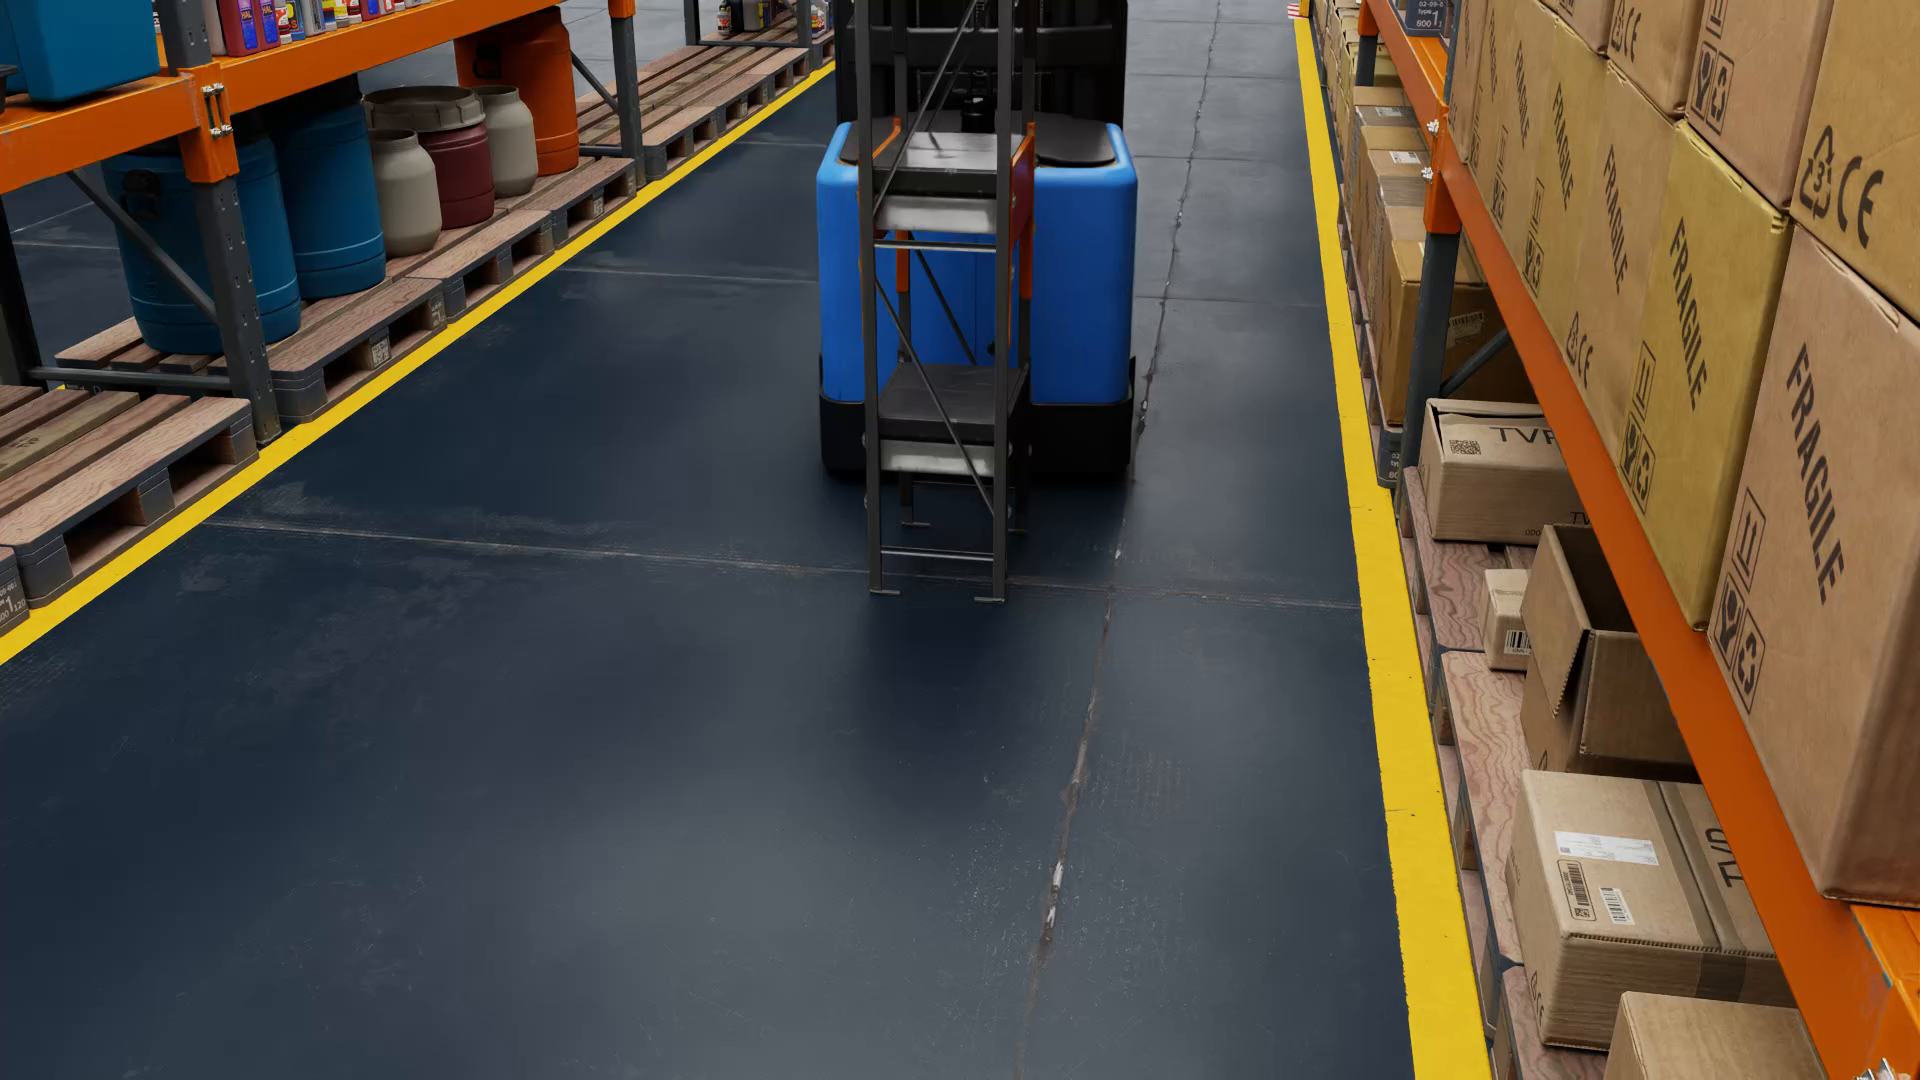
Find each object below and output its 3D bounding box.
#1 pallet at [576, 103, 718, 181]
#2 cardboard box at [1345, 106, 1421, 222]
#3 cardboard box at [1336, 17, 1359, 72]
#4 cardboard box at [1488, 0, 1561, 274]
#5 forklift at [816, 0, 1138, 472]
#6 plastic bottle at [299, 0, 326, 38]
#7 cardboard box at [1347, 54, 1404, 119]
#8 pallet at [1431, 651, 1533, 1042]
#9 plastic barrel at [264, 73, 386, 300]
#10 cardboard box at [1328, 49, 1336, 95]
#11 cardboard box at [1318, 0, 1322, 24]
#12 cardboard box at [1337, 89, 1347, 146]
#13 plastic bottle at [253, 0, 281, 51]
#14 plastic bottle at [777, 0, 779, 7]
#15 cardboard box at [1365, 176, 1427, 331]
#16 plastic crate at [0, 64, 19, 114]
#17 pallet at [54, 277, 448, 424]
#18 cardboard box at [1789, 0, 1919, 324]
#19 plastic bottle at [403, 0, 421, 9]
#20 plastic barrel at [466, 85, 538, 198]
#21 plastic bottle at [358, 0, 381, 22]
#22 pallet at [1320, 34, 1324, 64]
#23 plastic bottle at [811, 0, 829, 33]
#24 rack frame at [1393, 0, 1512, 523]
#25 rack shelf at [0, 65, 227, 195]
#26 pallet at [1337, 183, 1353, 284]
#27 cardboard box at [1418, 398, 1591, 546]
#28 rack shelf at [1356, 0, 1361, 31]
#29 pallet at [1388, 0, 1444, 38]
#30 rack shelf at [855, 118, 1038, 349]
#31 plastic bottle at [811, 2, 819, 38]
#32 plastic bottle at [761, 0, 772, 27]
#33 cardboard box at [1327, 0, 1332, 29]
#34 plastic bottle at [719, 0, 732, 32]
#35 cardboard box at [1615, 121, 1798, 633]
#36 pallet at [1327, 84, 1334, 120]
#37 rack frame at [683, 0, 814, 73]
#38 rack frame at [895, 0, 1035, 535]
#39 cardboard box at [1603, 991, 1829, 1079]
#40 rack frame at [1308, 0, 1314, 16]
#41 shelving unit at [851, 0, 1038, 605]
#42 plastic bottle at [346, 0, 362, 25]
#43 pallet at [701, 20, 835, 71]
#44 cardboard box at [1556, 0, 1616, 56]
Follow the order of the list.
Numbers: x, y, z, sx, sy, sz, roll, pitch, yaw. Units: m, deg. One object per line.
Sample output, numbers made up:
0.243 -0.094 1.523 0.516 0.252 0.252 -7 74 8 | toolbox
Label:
-2.157 -2.482 10.305 1.003 0.211 1.213 4 25 9 | pallet
2.128 -1.757 7.894 0.500 0.500 0.500 3 25 7 | cardboard box
2.655 -3.153 10.533 0.500 0.311 0.500 5 25 10 | cardboard box
1.394 -0.834 3.375 0.500 0.500 0.500 4 25 8 | cardboard box
0.080 -2.135 6.353 1.130 2.935 3.031 0 25 1 | forklift
-2.464 -2.015 6.163 0.152 0.276 0.135 4 25 9 | plastic bottle
2.407 -2.514 9.170 0.500 0.311 0.500 5 25 10 | cardboard box
1.601 0.656 3.601 1.003 0.211 1.213 4 25 9 | pallet
-2.754 -1.513 6.925 0.600 0.901 0.708 4 25 9 | plastic barrel
2.741 -3.115 11.115 0.500 0.250 0.500 3 25 7 | cardboard box
3.318 -4.534 14.146 0.500 0.250 0.500 4 25 9 | cardboard box
2.491 -2.477 9.752 0.500 0.250 0.500 4 25 8 | cardboard box
-2.473 -1.878 5.861 0.061 0.283 0.133 4 25 9 | plastic bottle
-1.673 -4.909 14.884 0.061 0.283 0.133 4 25 9 | plastic bottle
1.880 -1.116 6.525 0.500 0.500 0.500 4 25 9 | cardboard box
-2.893 -1.167 4.459 0.437 0.125 0.590 4 25 9 | plastic crate
-2.808 -0.808 6.727 1.003 0.211 1.213 4 25 9 | pallet
1.059 -0.437 1.348 0.500 0.500 0.500 4 25 8 | cardboard box
-2.335 -2.346 6.871 0.152 0.276 0.135 4 25 9 | plastic bottle
-2.389 -2.039 8.508 0.421 0.512 0.421 0 25 0 | plastic barrel
-2.349 -2.194 6.536 0.061 0.283 0.133 4 25 9 | plastic bottle
3.390 -3.819 13.160 1.003 0.211 1.213 4 25 9 | pallet
-1.158 -4.303 13.598 0.152 0.276 0.135 5 26 10 | plastic bottle
1.911 -1.406 4.716 1.000 3.000 0.127 4 25 9 | rack frame
-3.302 -0.589 3.818 1.077 0.370 4.000 4 25 9 | rack shelf
2.405 -1.507 8.220 1.003 0.211 1.213 4 25 9 | pallet
1.629 -0.227 4.850 0.500 0.311 0.500 4 25 9 | cardboard box
2.891 -3.590 10.230 1.077 0.370 4.000 4 25 9 | rack shelf
2.251 -2.179 6.593 1.003 0.211 1.213 4 25 9 | pallet
-0.027 -0.869 4.663 0.431 0.518 0.480 4 25 9 | rack shelf
-1.183 -4.164 13.306 0.097 0.271 0.097 0 25 0 | plastic bottle
-1.665 -4.433 13.875 0.152 0.276 0.135 4 25 9 | plastic bottle
2.905 -3.796 11.907 0.500 0.311 0.500 4 25 9 | cardboard box
-1.915 -4.290 13.562 0.061 0.283 0.133 5 26 11 | plastic bottle
1.143 -0.202 2.026 0.500 0.500 0.500 4 25 9 | cardboard box
3.136 -3.179 11.792 1.003 0.211 1.213 4 25 9 | pallet
-1.668 -5.097 12.601 1.000 3.000 0.127 4 25 9 | rack frame
0.013 -0.984 4.875 0.400 2.100 0.015 4 25 9 | rack frame
1.103 0.955 2.101 0.500 0.500 0.500 4 25 9 | cardboard box
3.872 -6.425 15.439 1.000 3.000 0.127 4 25 9 | rack frame
-0.027 -0.882 4.657 0.431 2.100 0.503 4 25 9 | shelving unit
-2.386 -2.109 6.453 0.097 0.201 0.097 0 25 0 | plastic bottle
-1.517 -4.112 13.786 1.003 0.211 1.213 4 25 9 | pallet
1.304 -1.080 2.722 0.500 0.500 0.500 5 26 10 | cardboard box
